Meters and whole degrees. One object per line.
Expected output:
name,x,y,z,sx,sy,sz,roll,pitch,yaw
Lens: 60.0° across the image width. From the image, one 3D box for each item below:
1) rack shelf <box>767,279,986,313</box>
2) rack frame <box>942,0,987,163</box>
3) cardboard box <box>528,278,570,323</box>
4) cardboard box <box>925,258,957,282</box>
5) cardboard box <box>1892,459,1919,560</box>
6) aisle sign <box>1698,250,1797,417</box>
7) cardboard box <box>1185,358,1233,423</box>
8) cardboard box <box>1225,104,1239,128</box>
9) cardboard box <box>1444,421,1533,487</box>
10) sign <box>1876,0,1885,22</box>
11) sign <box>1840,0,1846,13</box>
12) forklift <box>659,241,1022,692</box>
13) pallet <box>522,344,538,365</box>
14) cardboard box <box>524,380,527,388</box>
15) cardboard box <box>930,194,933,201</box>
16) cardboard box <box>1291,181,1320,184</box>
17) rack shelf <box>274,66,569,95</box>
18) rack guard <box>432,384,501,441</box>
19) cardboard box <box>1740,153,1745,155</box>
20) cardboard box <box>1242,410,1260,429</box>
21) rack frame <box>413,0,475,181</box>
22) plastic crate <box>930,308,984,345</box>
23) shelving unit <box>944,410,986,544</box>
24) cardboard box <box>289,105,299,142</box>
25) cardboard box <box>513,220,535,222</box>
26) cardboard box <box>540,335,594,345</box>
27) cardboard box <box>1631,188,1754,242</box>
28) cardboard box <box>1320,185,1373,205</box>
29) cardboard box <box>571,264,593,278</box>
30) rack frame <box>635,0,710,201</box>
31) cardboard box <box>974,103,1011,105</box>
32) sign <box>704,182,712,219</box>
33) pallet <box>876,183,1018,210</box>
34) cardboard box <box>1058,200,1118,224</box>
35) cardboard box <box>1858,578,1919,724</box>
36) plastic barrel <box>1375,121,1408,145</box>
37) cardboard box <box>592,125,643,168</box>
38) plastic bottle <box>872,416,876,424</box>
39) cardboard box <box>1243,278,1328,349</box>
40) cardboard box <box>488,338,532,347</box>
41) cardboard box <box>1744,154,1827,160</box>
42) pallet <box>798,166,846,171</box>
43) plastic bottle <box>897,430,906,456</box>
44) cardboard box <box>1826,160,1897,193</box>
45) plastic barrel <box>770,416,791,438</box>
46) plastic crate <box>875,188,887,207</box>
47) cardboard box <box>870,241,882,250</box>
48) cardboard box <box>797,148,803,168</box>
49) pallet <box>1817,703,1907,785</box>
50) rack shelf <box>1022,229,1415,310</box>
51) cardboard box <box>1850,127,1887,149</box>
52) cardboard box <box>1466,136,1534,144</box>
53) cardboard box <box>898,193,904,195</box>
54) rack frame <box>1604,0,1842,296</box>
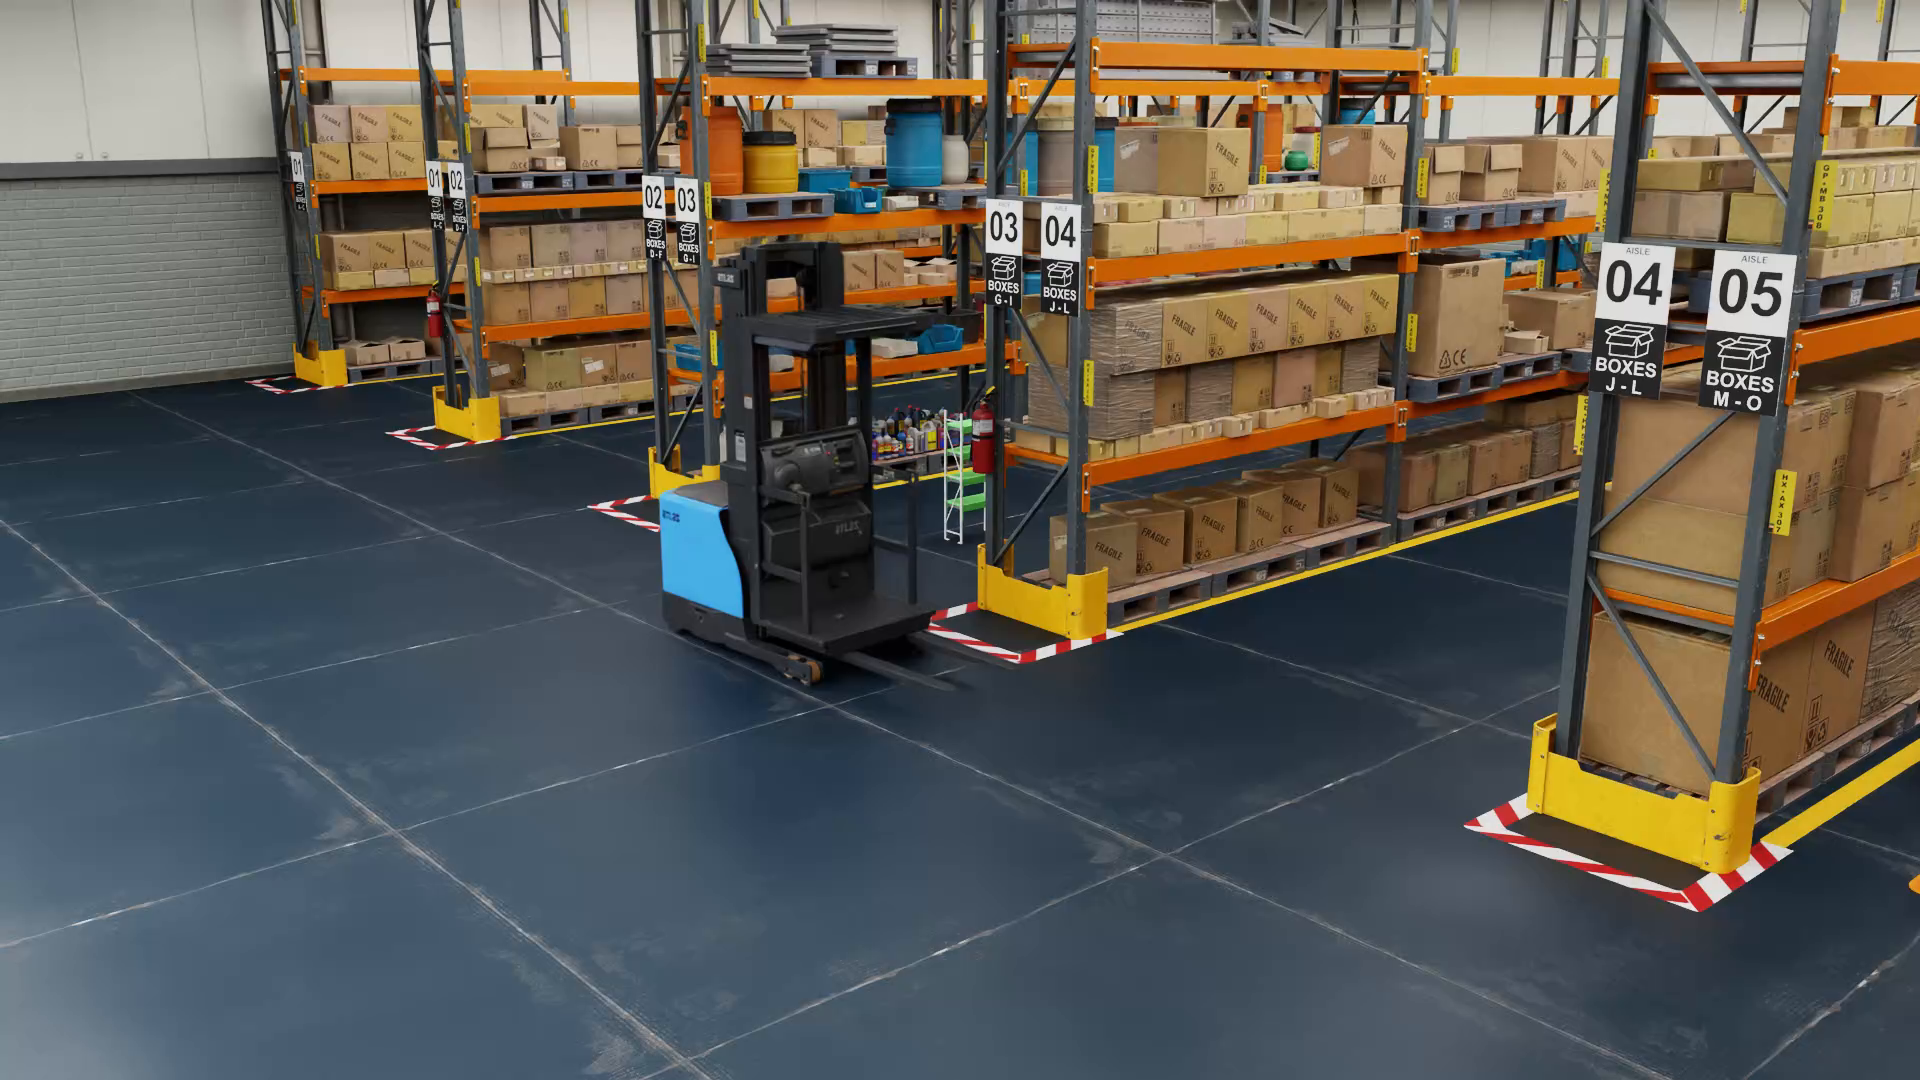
rack shelf,-1.404,-3.420,23.637,4.000,0.370,1.077,-13,19,-39
rack frame,0.105,-7.005,24.038,0.127,3.000,1.000,-13,19,-39
cardboard box,-5.177,-2.966,20.349,0.500,0.500,0.700,-12,19,-38
cardboard box,-0.198,-4.011,24.625,0.500,0.311,0.500,-11,19,-36
cardboard box,5.278,-0.250,10.081,0.500,0.550,0.875,-13,19,-39
aisle sign,3.893,-1.025,8.238,0.004,0.787,0.394,-13,19,-39
cardboard box,1.707,-1.287,13.484,0.500,0.500,0.875,-13,19,-39
cardboard box,4.307,-6.998,27.692,0.500,0.500,0.700,-13,19,-39
cardboard box,5.279,-0.871,16.691,0.500,0.500,0.700,-11,18,-35
sign,12.280,-7.068,22.157,0.005,0.325,0.100,-13,19,-39
sign,9.987,-6.140,18.834,0.005,0.325,0.100,-13,19,-39
forklift,-0.882,-0.562,11.673,1.130,2.935,3.031,-14,21,-43
pallet,-6.651,-2.925,25.792,1.213,0.211,1.003,-13,19,-39
cardboard box,-5.350,-1.861,20.921,0.500,0.250,0.500,-13,19,-39
cardboard box,-0.709,-6.098,30.007,0.500,0.250,0.500,-12,19,-38
cardboard box,3.140,-3.074,14.652,0.250,0.149,0.380,-13,20,-41
rack shelf,-7.676,-6.603,23.934,4.000,0.370,1.077,-13,19,-39
rack guard,-5.948,-1.540,20.046,0.348,0.500,1.175,-13,19,-39
cardboard box,8.736,-4.296,19.067,0.500,0.311,0.500,-14,20,-41
cardboard box,2.238,-1.006,13.692,0.250,0.149,0.380,-13,19,-39
rack frame,-5.930,-5.650,18.965,0.127,3.000,1.000,-13,19,-39
plastic crate,-0.142,-2.370,18.432,0.504,0.338,0.767,-13,19,-39
shelving unit,0.125,-0.608,15.200,0.503,1.200,0.258,-13,19,-39
cardboard box,-9.031,-5.830,23.279,0.500,0.500,0.500,-12,19,-37
cardboard box,-6.659,-4.653,25.658,0.500,0.500,0.500,-13,20,-41
cardboard box,-4.976,-2.309,21.145,0.500,0.500,0.500,-13,19,-39
cardboard box,3.935,-1.749,8.878,0.500,0.250,0.500,-12,19,-39
cardboard box,3.270,-2.931,14.114,0.250,0.149,0.380,-12,19,-39
cardboard box,-4.715,-3.313,20.390,0.250,0.149,0.380,-14,20,-41
rack frame,-2.682,-4.685,15.352,0.127,3.000,1.000,-13,19,-39
cardboard box,0.590,-7.805,30.673,0.500,0.500,0.500,-13,20,-40
sign,-2.324,-3.132,15.334,0.005,0.325,0.100,-13,19,-39
pallet,-0.144,-3.681,17.772,1.003,0.211,1.213,-13,19,-39
cardboard box,0.929,-2.393,12.103,0.250,0.149,0.380,-13,20,-40
cardboard box,5.569,0.553,10.672,0.875,0.875,0.875,-12,19,-39
plastic barrel,5.816,-5.368,22.544,0.600,0.588,0.600,0,15,0
cardboard box,-4.238,-4.944,20.850,0.637,0.503,0.797,-10,18,-33
plastic bottle,-1.008,-1.237,18.349,0.185,0.351,0.144,-13,20,-40
cardboard box,2.674,-1.876,13.752,0.500,0.500,0.500,-13,19,-39
cardboard box,-6.924,-3.214,25.462,0.500,0.500,0.500,14,21,43
cardboard box,4.740,-2.142,9.580,0.250,0.149,0.380,-13,20,-40
pallet,-2.256,-4.938,22.482,1.217,0.209,0.805,-14,20,-42
plastic bottle,-0.622,-1.037,17.754,0.097,0.271,0.097,0,15,0
cardboard box,4.593,-1.884,8.613,0.250,0.149,0.380,-13,20,-40
plastic barrel,-1.857,-0.999,17.184,0.421,0.512,0.421,0,15,0
plastic crate,-1.033,-3.597,17.501,0.450,0.188,0.336,-13,19,-39
cardboard box,-1.599,-5.232,29.471,0.250,0.149,0.380,-13,19,-39
cardboard box,-2.442,-5.111,22.237,0.500,0.250,0.500,-10,18,-34
pallet,5.221,1.151,10.531,1.213,0.211,1.003,-13,19,-39
rack shelf,2.078,-2.263,13.491,4.000,0.370,1.077,-13,19,-39
cardboard box,11.069,-4.899,20.766,0.500,0.500,0.700,-12,19,-37
cardboard box,5.322,-3.715,16.372,0.500,0.500,0.500,-13,20,-41
cardboard box,-1.041,-6.195,30.368,0.500,0.250,0.500,-12,19,-39
rack frame,3.749,-2.738,8.063,0.127,3.000,1.000,-13,19,-39
